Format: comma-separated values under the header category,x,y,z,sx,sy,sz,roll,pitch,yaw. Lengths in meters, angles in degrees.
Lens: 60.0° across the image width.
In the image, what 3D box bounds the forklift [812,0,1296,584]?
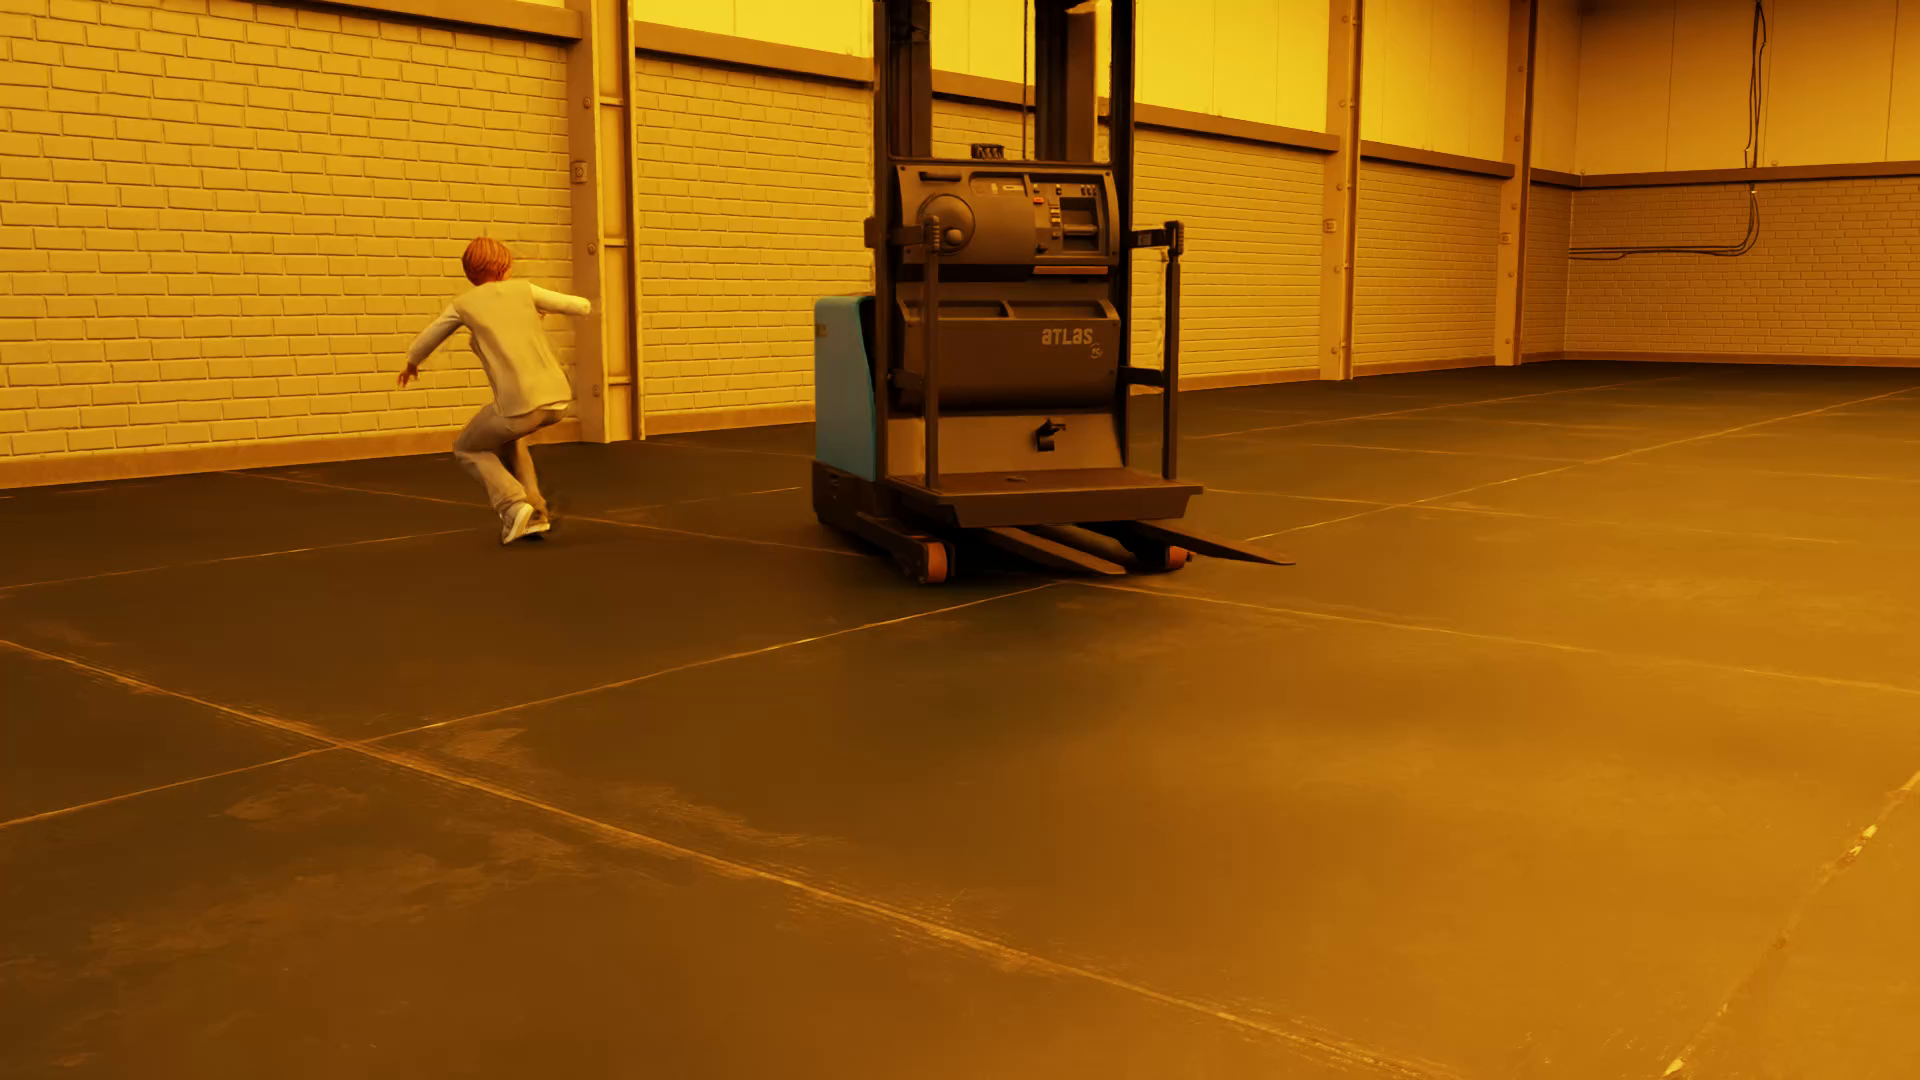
category,x,y,z,sx,sy,sz,roll,pitch,yaw
forklift,0.271,-1.348,6.492,1.130,2.935,3.031,-3,9,-19

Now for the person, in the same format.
category,x,y,z,sx,sy,sz,roll,pitch,yaw
person,-2.026,-0.657,7.333,0.680,1.324,0.881,-8,12,-43
